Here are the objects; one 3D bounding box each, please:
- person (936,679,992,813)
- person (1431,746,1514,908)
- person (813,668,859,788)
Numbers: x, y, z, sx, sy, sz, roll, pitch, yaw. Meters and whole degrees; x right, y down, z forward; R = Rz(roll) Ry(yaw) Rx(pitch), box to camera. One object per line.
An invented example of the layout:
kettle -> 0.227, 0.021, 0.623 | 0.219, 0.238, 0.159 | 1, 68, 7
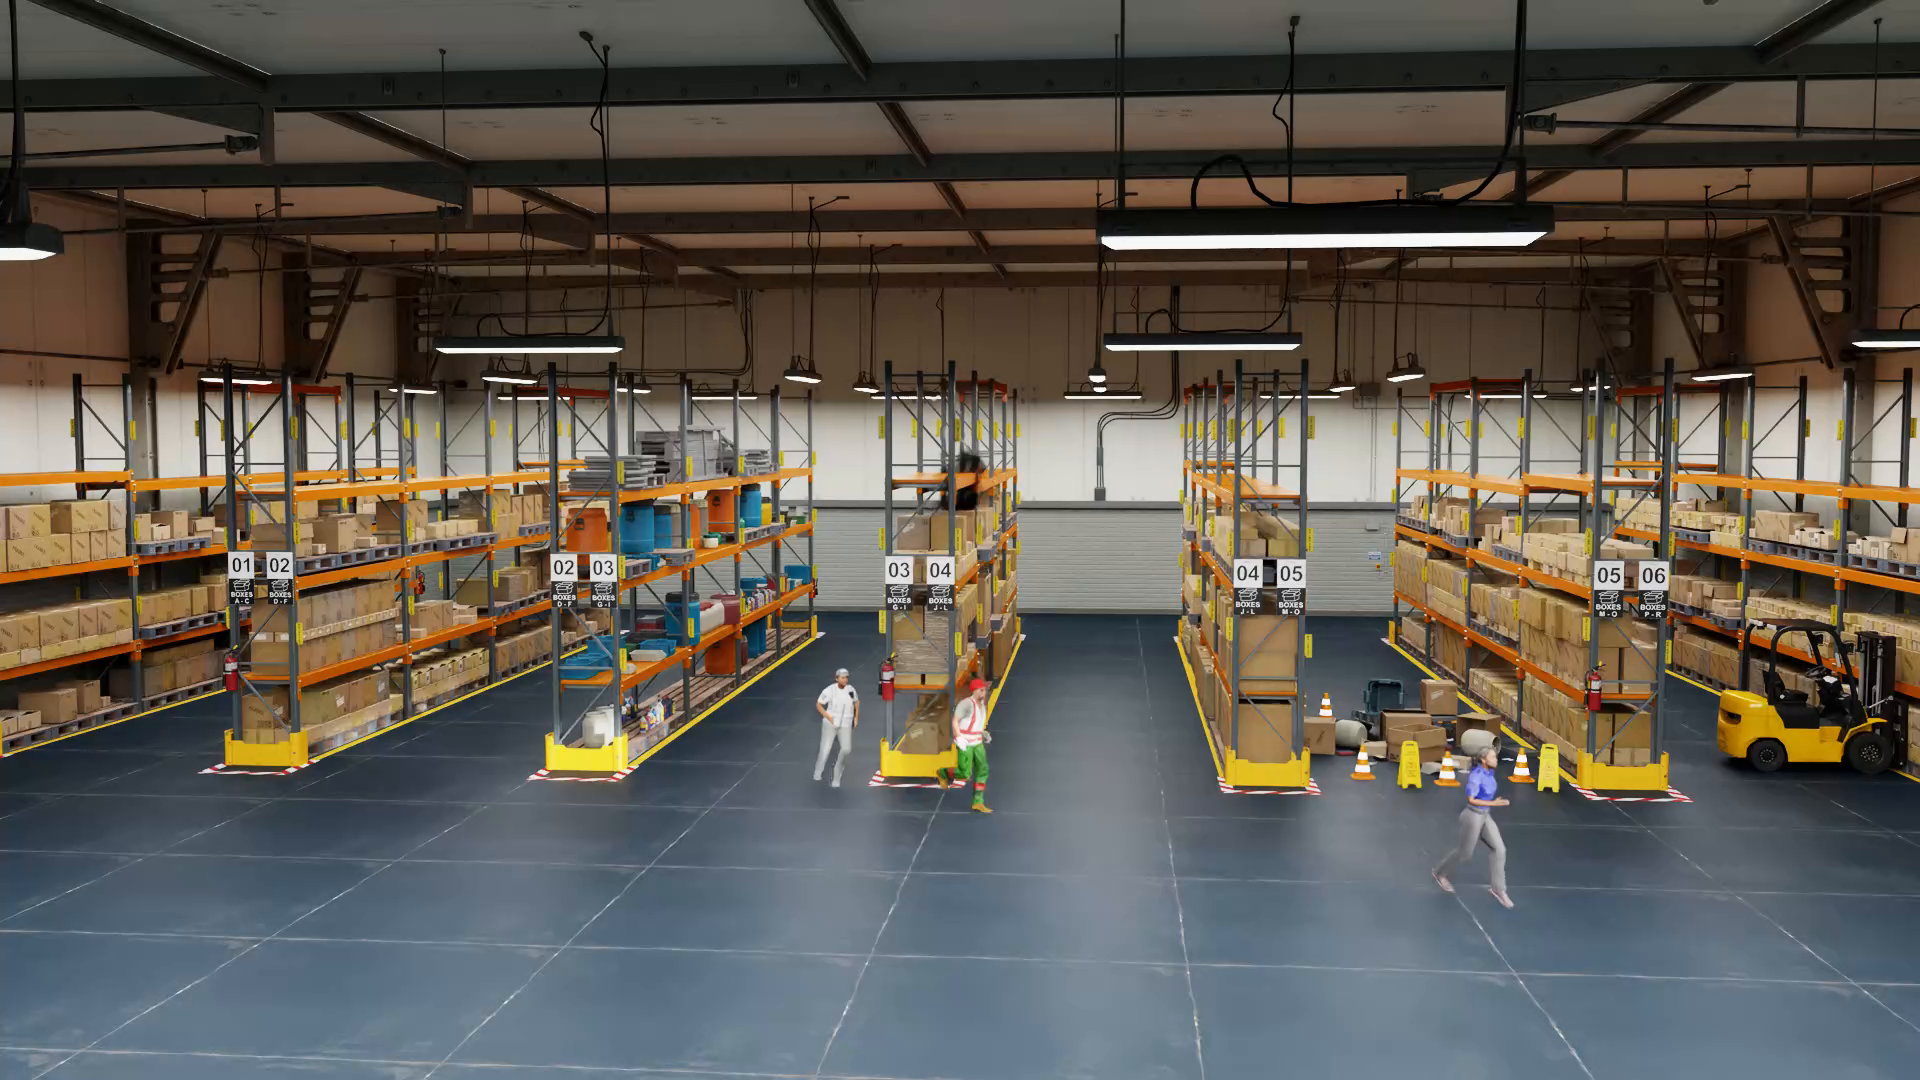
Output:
person -> 0.080, 2.700, 22.048 | 0.895, 1.759, 0.662 | 3, 5, 38
person -> 5.477, 3.020, 17.728 | 0.920, 1.693, 0.600 | 3, 5, 41
person -> -1.722, 2.653, 23.549 | 0.682, 1.678, 0.676 | -1, 4, -17
